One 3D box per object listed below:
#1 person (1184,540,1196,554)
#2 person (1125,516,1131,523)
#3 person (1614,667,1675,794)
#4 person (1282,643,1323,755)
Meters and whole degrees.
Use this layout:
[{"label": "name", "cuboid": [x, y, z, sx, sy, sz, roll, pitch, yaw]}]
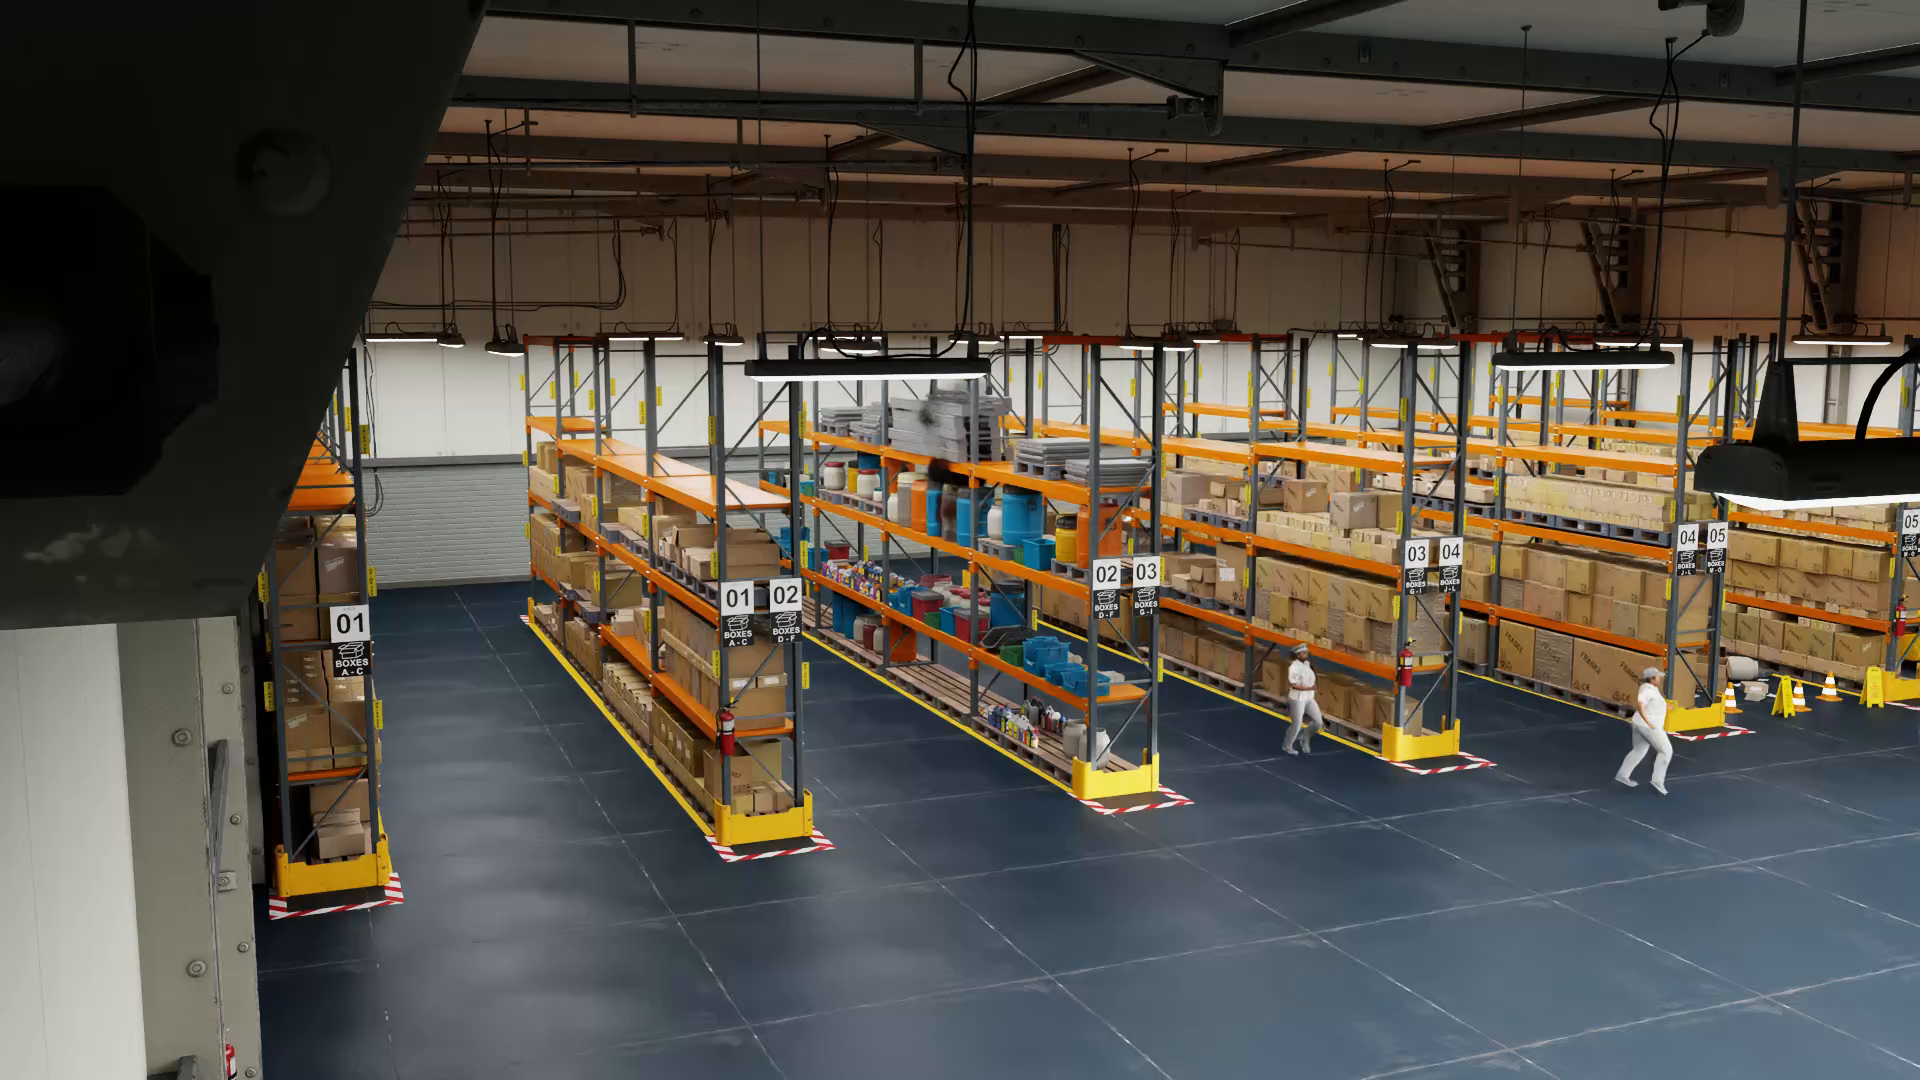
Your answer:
[{"label": "person", "cuboid": [5.807, -0.105, 42.122, 0.762, 1.648, 0.637, -2, 8, -18]}, {"label": "person", "cuboid": [3.918, 0.291, 39.055, 0.660, 1.707, 0.559, -3, 8, -22]}, {"label": "person", "cuboid": [9.227, 2.562, 22.337, 0.752, 1.728, 0.584, 0, 8, 3]}, {"label": "person", "cuboid": [4.985, 2.311, 24.055, 0.566, 1.681, 0.665, -6, 9, -36]}]
